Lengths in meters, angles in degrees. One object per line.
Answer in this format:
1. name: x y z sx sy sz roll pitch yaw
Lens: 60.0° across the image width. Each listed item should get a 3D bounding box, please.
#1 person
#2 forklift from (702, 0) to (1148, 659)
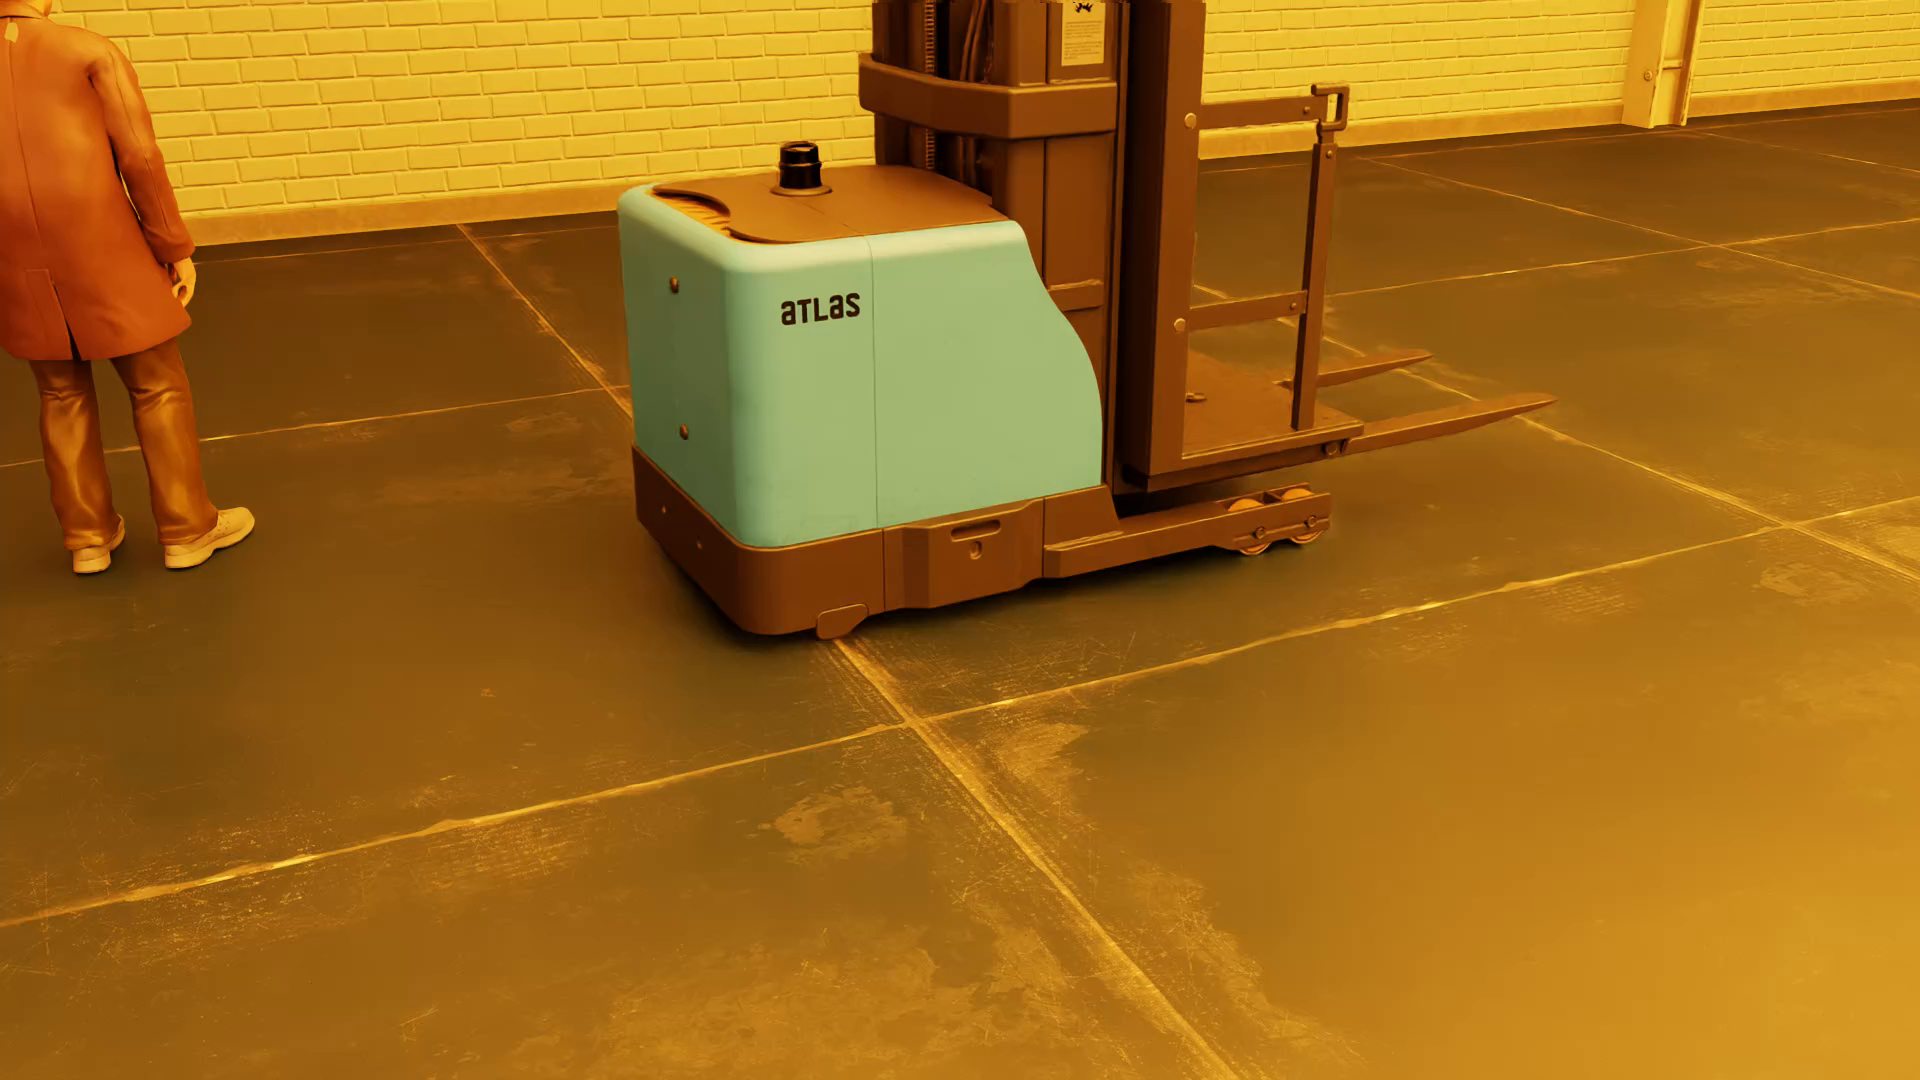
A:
1. person: -2.484 -0.776 4.662 0.654 1.774 0.422 -3 23 -6
2. forklift: 0.025 -1.579 5.088 1.130 2.935 3.031 2 23 5
